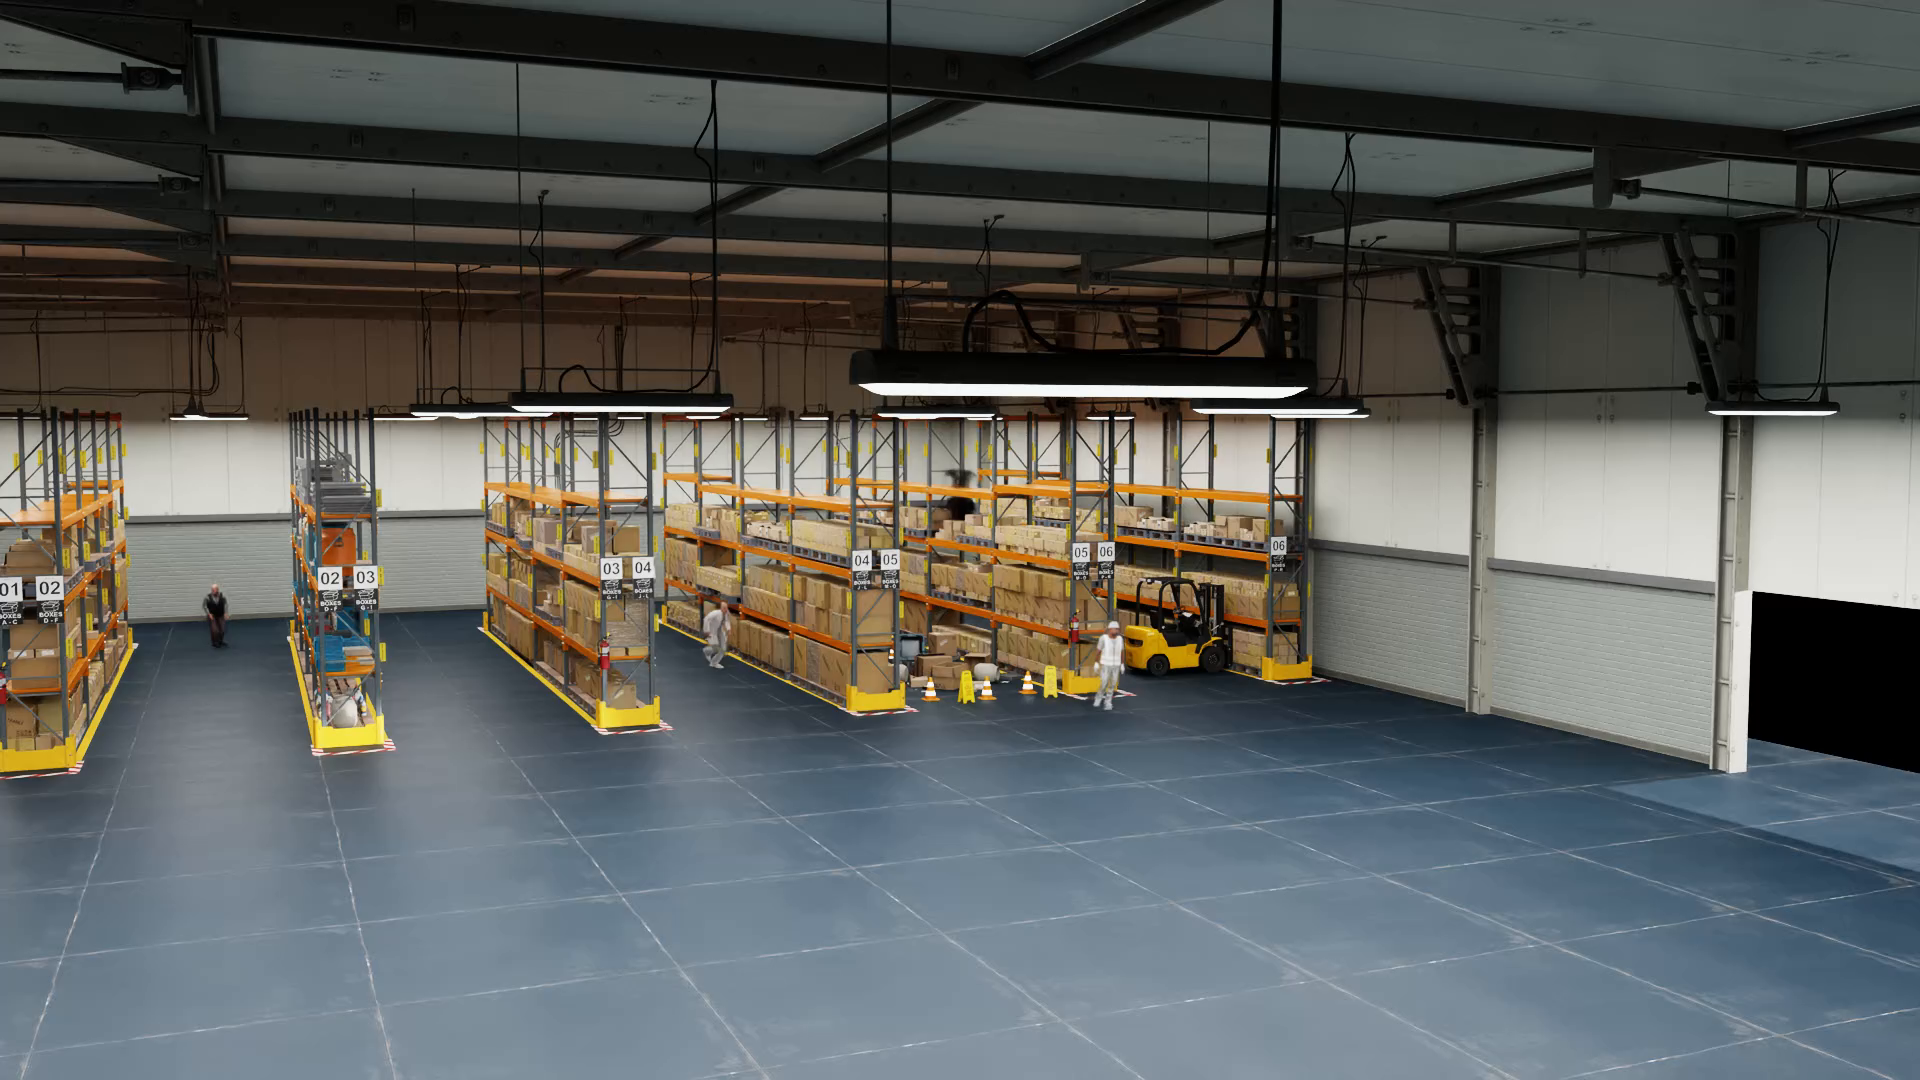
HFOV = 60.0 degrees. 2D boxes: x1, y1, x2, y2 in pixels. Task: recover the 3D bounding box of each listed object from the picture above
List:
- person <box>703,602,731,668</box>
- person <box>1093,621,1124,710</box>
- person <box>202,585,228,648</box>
[{"bbox_3d":[-5.728,2.218,38.915,0.729,1.586,0.897,-4,5,-42],"label":"person"},{"bbox_3d":[2.972,2.501,33.224,0.623,1.775,0.463,-2,4,-23],"label":"person"},{"bbox_3d":[-18.994,1.940,42.364,0.624,1.639,0.706,-3,5,-40],"label":"person"}]
